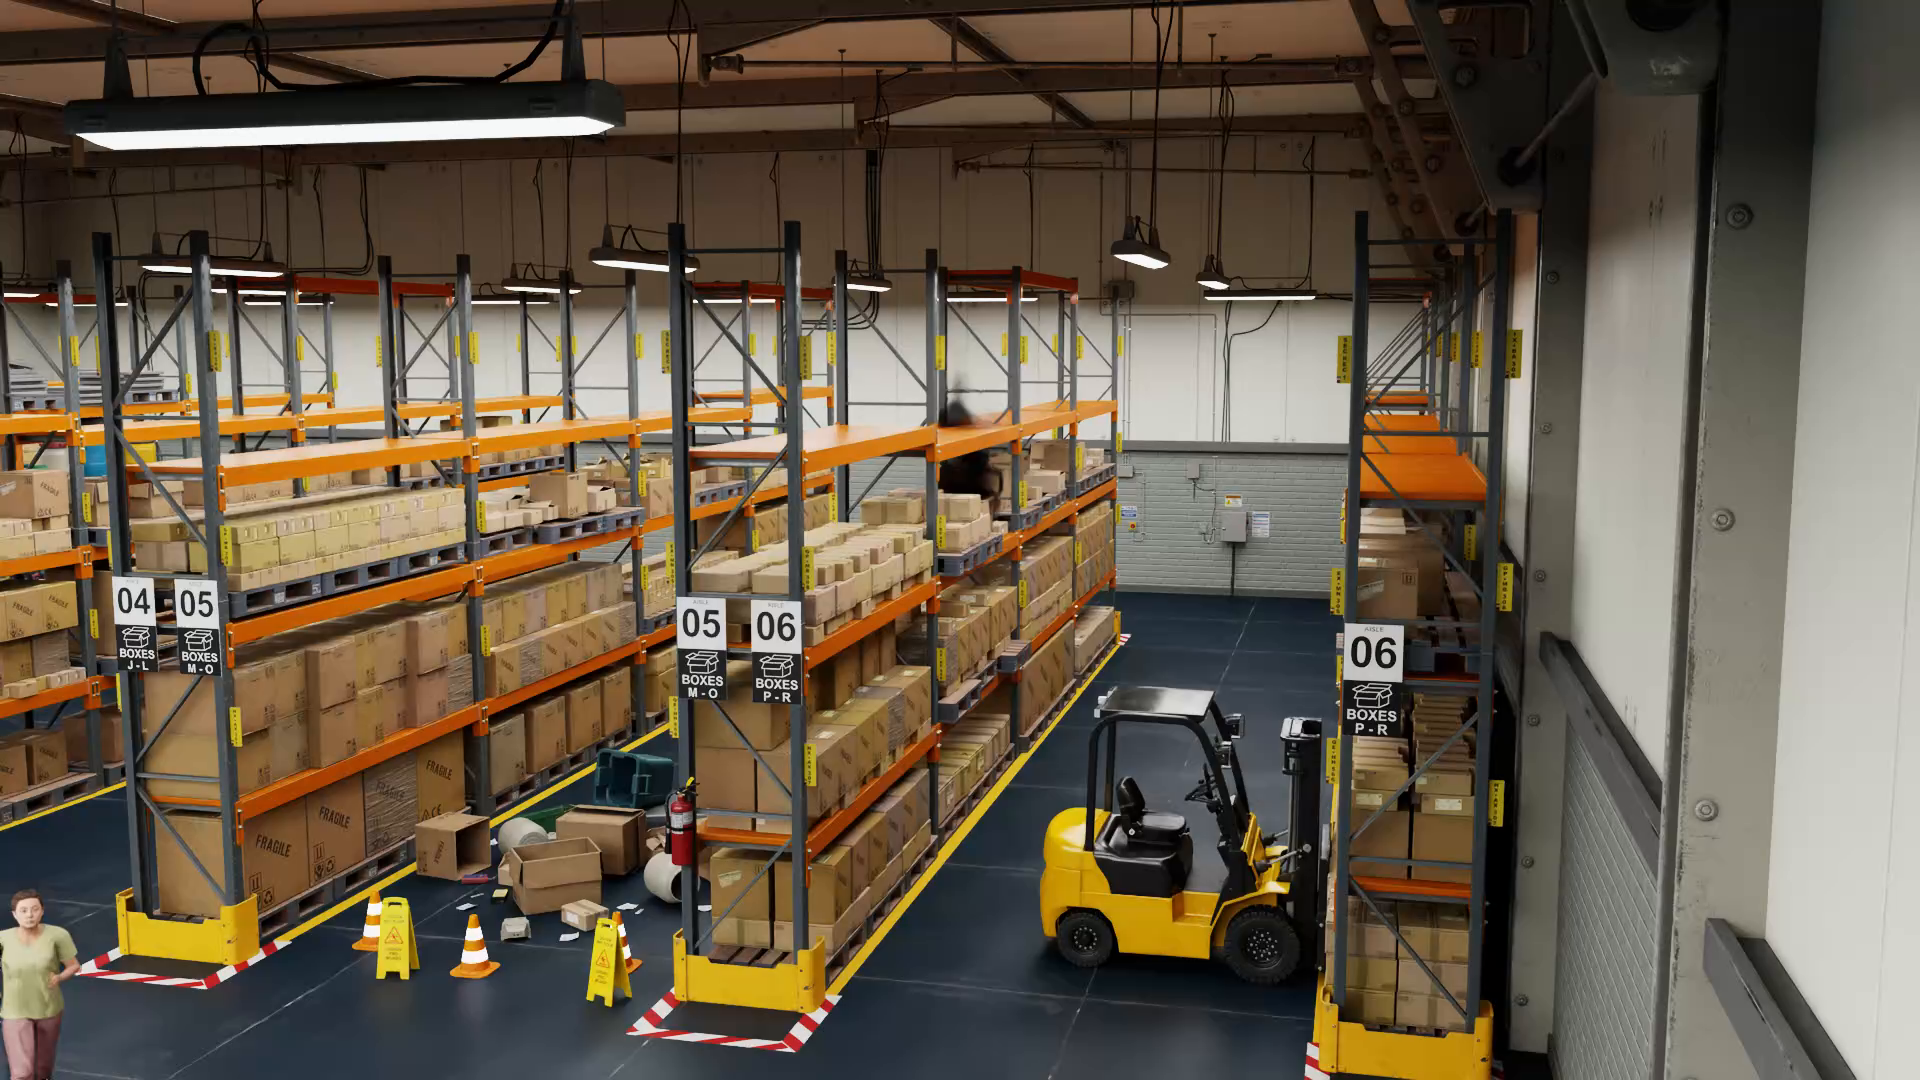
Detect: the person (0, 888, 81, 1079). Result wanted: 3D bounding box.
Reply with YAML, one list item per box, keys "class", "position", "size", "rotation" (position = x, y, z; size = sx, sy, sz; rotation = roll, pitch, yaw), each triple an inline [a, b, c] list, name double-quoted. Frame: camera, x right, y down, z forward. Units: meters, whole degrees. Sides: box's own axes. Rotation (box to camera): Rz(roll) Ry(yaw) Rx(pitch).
- class: "person"
  position: [-5.919, 3.058, 10.623]
  size: [0.558, 1.724, 0.733]
  rotation: [-5, 9, -37]
